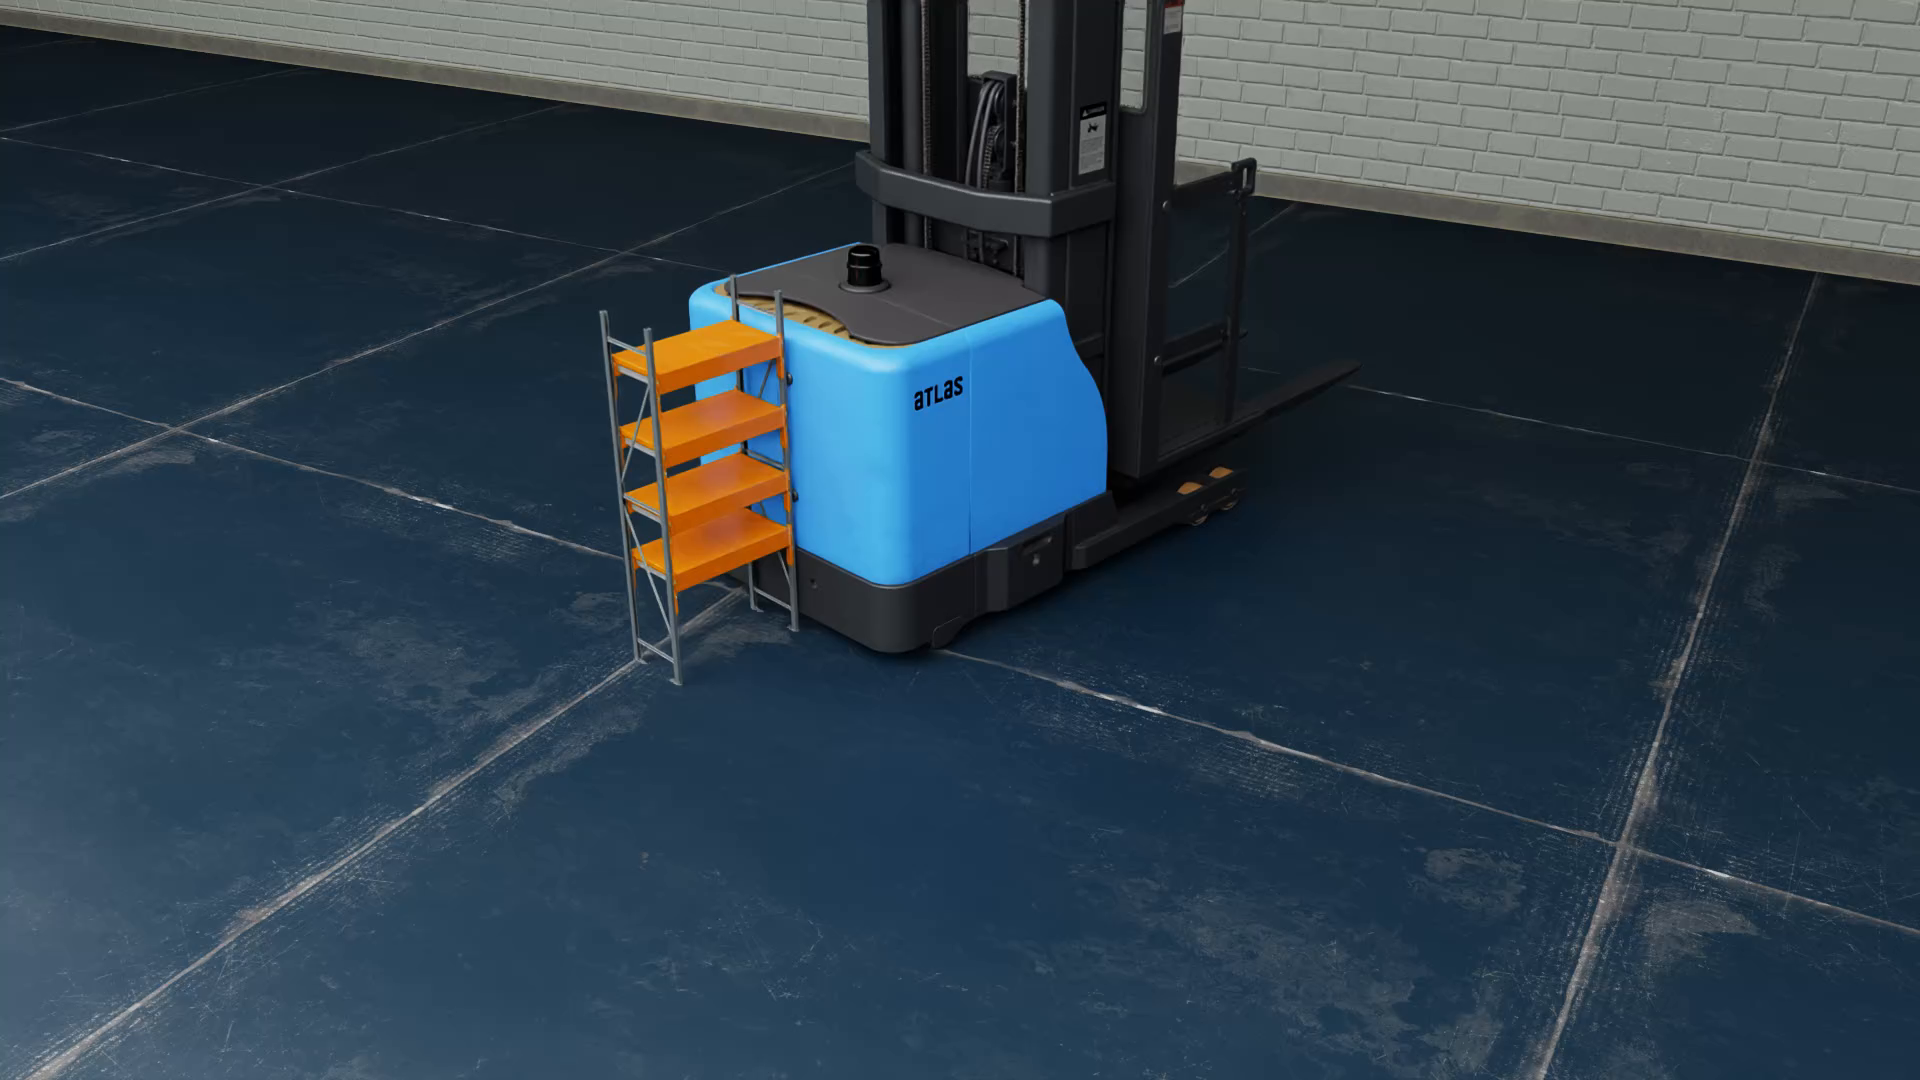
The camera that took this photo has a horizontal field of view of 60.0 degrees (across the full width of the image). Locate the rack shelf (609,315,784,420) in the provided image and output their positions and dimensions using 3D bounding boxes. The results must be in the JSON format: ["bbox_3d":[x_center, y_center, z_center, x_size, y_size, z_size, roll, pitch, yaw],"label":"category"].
[{"bbox_3d":[-0.806,-0.535,5.101,0.258,0.148,0.480,24,35,39],"label":"rack shelf"}]

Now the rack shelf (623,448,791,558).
[{"bbox_3d":[-0.806,-0.124,5.307,0.258,0.148,0.480,24,35,39],"label":"rack shelf"}]

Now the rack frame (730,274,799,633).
[{"bbox_3d":[-0.635,-0.262,5.433,0.240,1.200,0.015,24,35,39],"label":"rack frame"}]

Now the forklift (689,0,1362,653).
[{"bbox_3d":[0.471,-1.510,5.991,1.130,2.935,3.031,24,35,39],"label":"forklift"}]

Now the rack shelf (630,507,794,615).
[{"bbox_3d":[-0.806,0.054,5.396,0.258,0.148,0.480,24,35,39],"label":"rack shelf"}]

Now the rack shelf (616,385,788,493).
[{"bbox_3d":[-0.806,-0.324,5.207,0.258,0.148,0.480,24,35,39],"label":"rack shelf"}]

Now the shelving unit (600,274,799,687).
[{"bbox_3d":[-0.806,-0.184,5.277,0.258,1.200,0.503,24,35,39],"label":"shelving unit"}]

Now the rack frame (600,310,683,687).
[{"bbox_3d":[-0.977,-0.106,5.121,0.240,1.200,0.015,24,35,39],"label":"rack frame"}]
